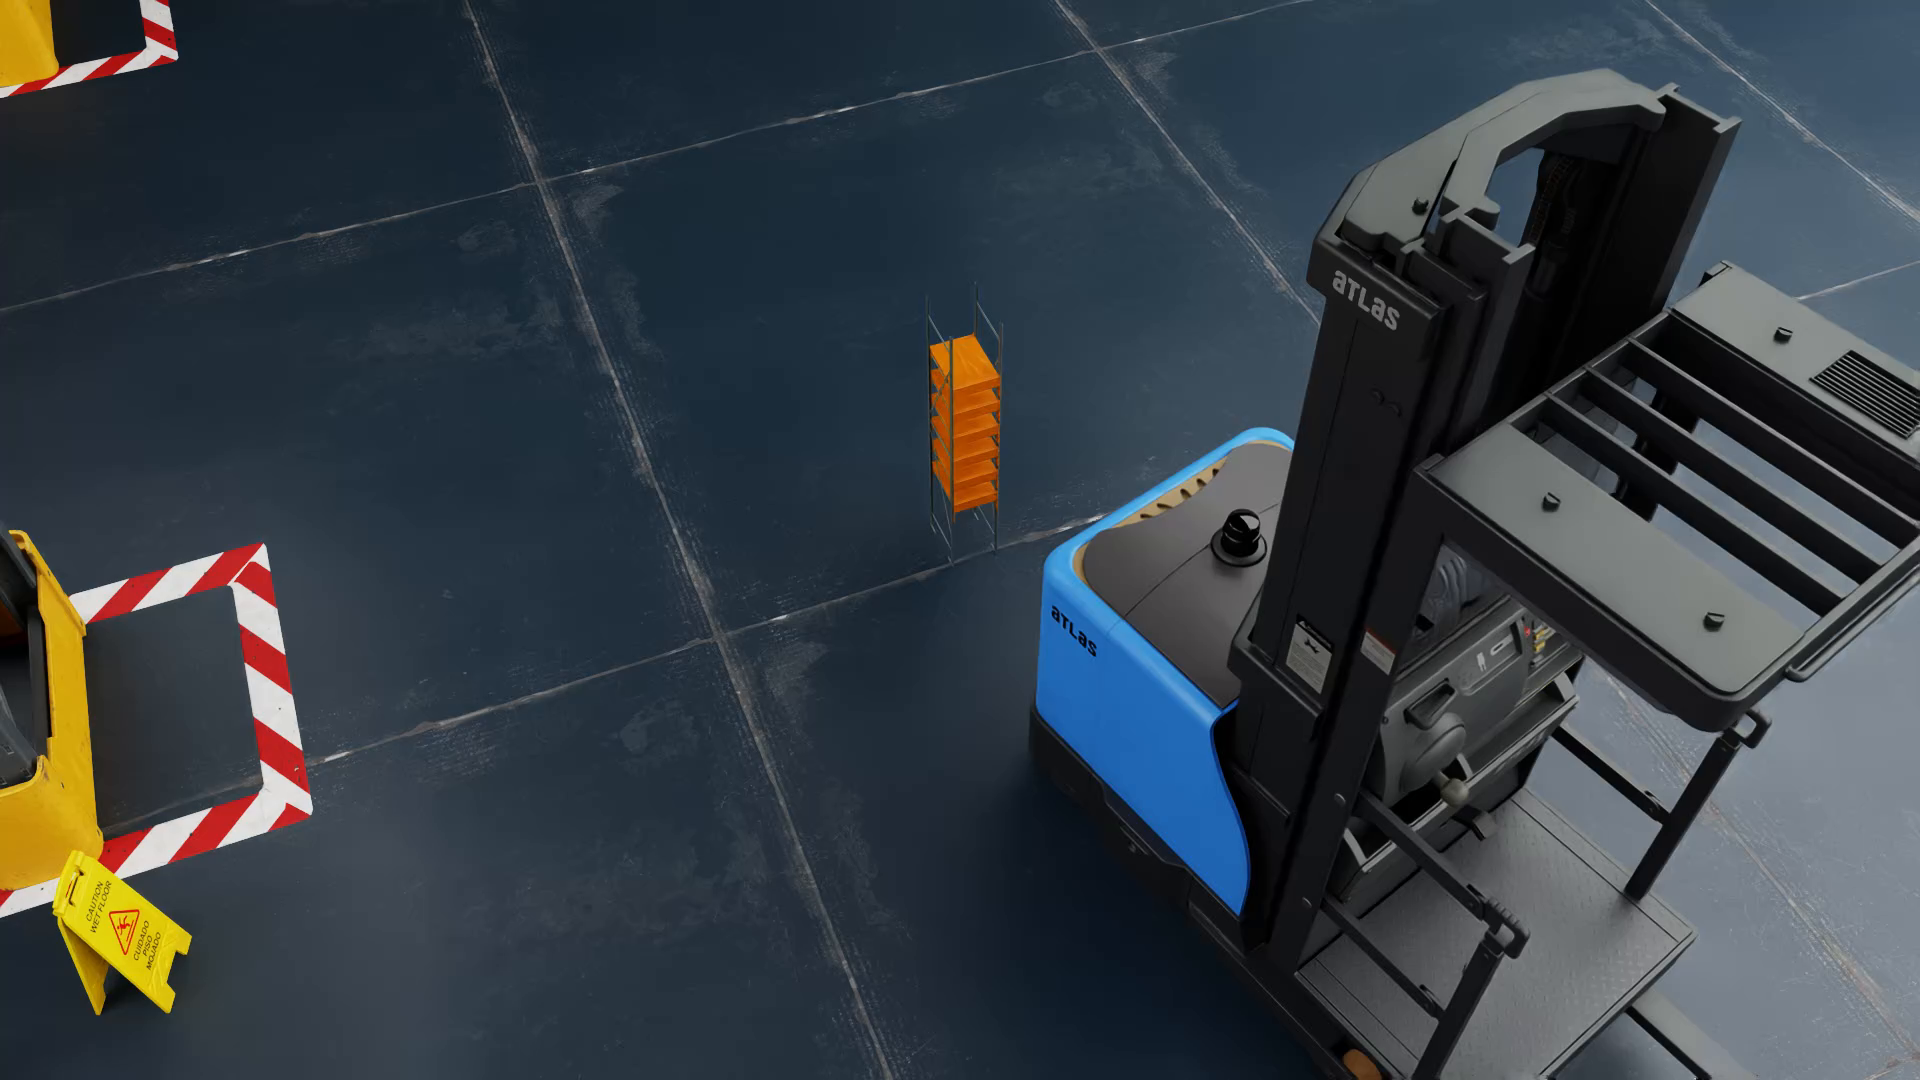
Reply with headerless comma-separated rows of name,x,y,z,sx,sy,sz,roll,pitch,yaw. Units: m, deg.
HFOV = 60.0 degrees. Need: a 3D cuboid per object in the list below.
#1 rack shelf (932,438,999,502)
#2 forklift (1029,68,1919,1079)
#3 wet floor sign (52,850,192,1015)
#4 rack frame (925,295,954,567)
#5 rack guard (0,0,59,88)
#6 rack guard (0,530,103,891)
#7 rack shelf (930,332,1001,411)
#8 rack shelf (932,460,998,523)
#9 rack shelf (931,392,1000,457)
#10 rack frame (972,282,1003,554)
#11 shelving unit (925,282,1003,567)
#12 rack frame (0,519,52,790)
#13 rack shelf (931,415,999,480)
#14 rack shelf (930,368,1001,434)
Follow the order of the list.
rack shelf,0.013,-0.288,6.264,0.180,0.103,0.258,-17,52,-14
forklift,1.550,0.449,4.273,1.130,2.935,3.031,-31,56,-24
wet floor sign,-2.637,1.199,5.135,0.232,0.644,0.267,-2,49,-1
rack frame,-0.071,-0.369,6.117,0.006,1.200,0.240,-17,52,-14
rack guard,-5.075,-2.942,8.788,0.348,0.500,1.175,-17,52,-14
rack guard,-3.287,0.572,5.770,0.348,0.500,1.175,-17,52,-14
rack shelf,0.013,-0.601,5.900,0.180,0.103,0.258,-17,52,-14
rack shelf,0.013,-0.210,6.355,0.180,0.103,0.258,-17,52,-14
rack shelf,0.013,-0.444,6.082,0.180,0.103,0.258,-17,52,-14
rack frame,0.098,-0.421,6.162,0.006,1.200,0.240,-17,52,-14
shelving unit,0.013,-0.395,6.139,0.189,1.200,0.258,-17,52,-14
rack frame,-3.217,-0.265,4.841,0.127,3.000,1.000,-17,52,-14
rack shelf,0.013,-0.366,6.173,0.180,0.103,0.258,-17,52,-14
rack shelf,0.013,-0.522,5.991,0.180,0.103,0.258,-17,52,-14
